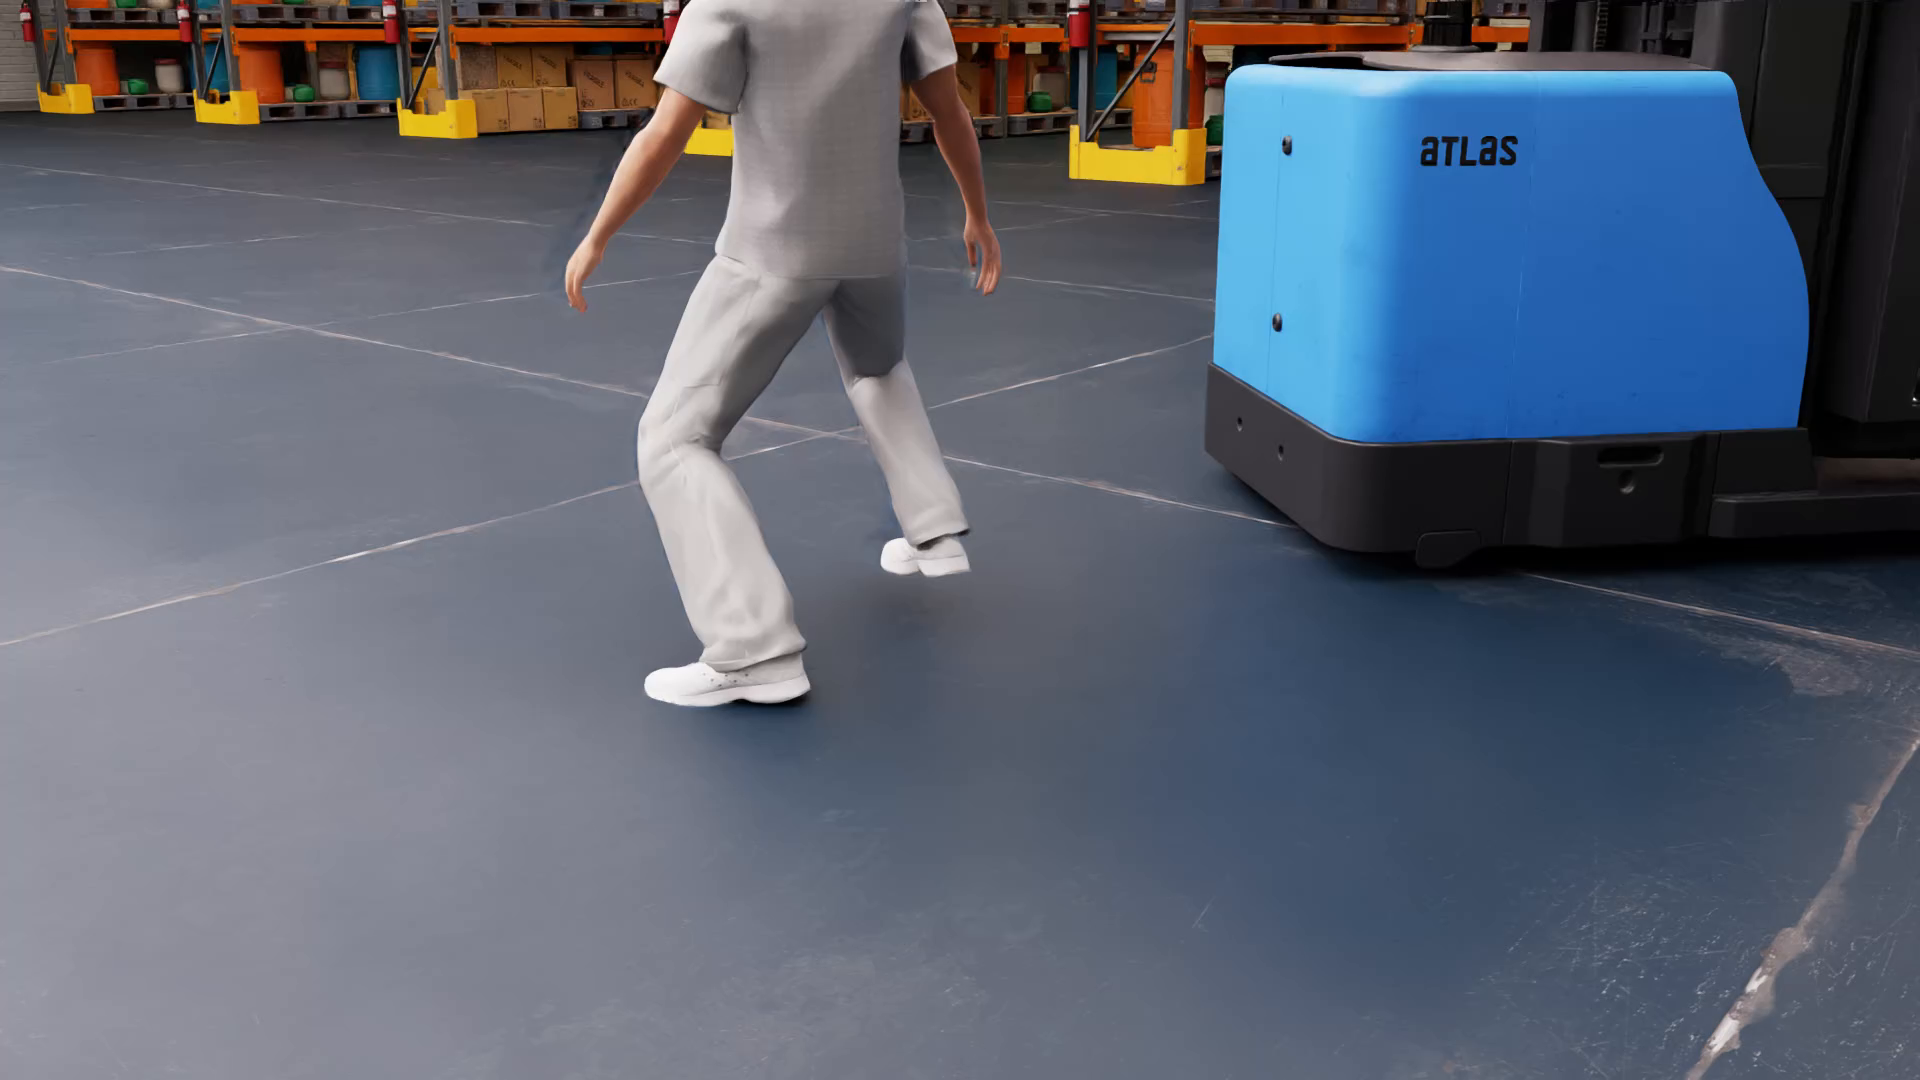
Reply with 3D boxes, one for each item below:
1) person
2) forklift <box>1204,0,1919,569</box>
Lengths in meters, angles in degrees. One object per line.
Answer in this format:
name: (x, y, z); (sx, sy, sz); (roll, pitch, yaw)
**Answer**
person: (-0.290, -0.539, 3.063); (0.824, 1.573, 0.586); (-10, 19, -29)
forklift: (2.224, -1.522, 3.908); (3.031, 2.935, 1.130); (-3, 17, -9)
